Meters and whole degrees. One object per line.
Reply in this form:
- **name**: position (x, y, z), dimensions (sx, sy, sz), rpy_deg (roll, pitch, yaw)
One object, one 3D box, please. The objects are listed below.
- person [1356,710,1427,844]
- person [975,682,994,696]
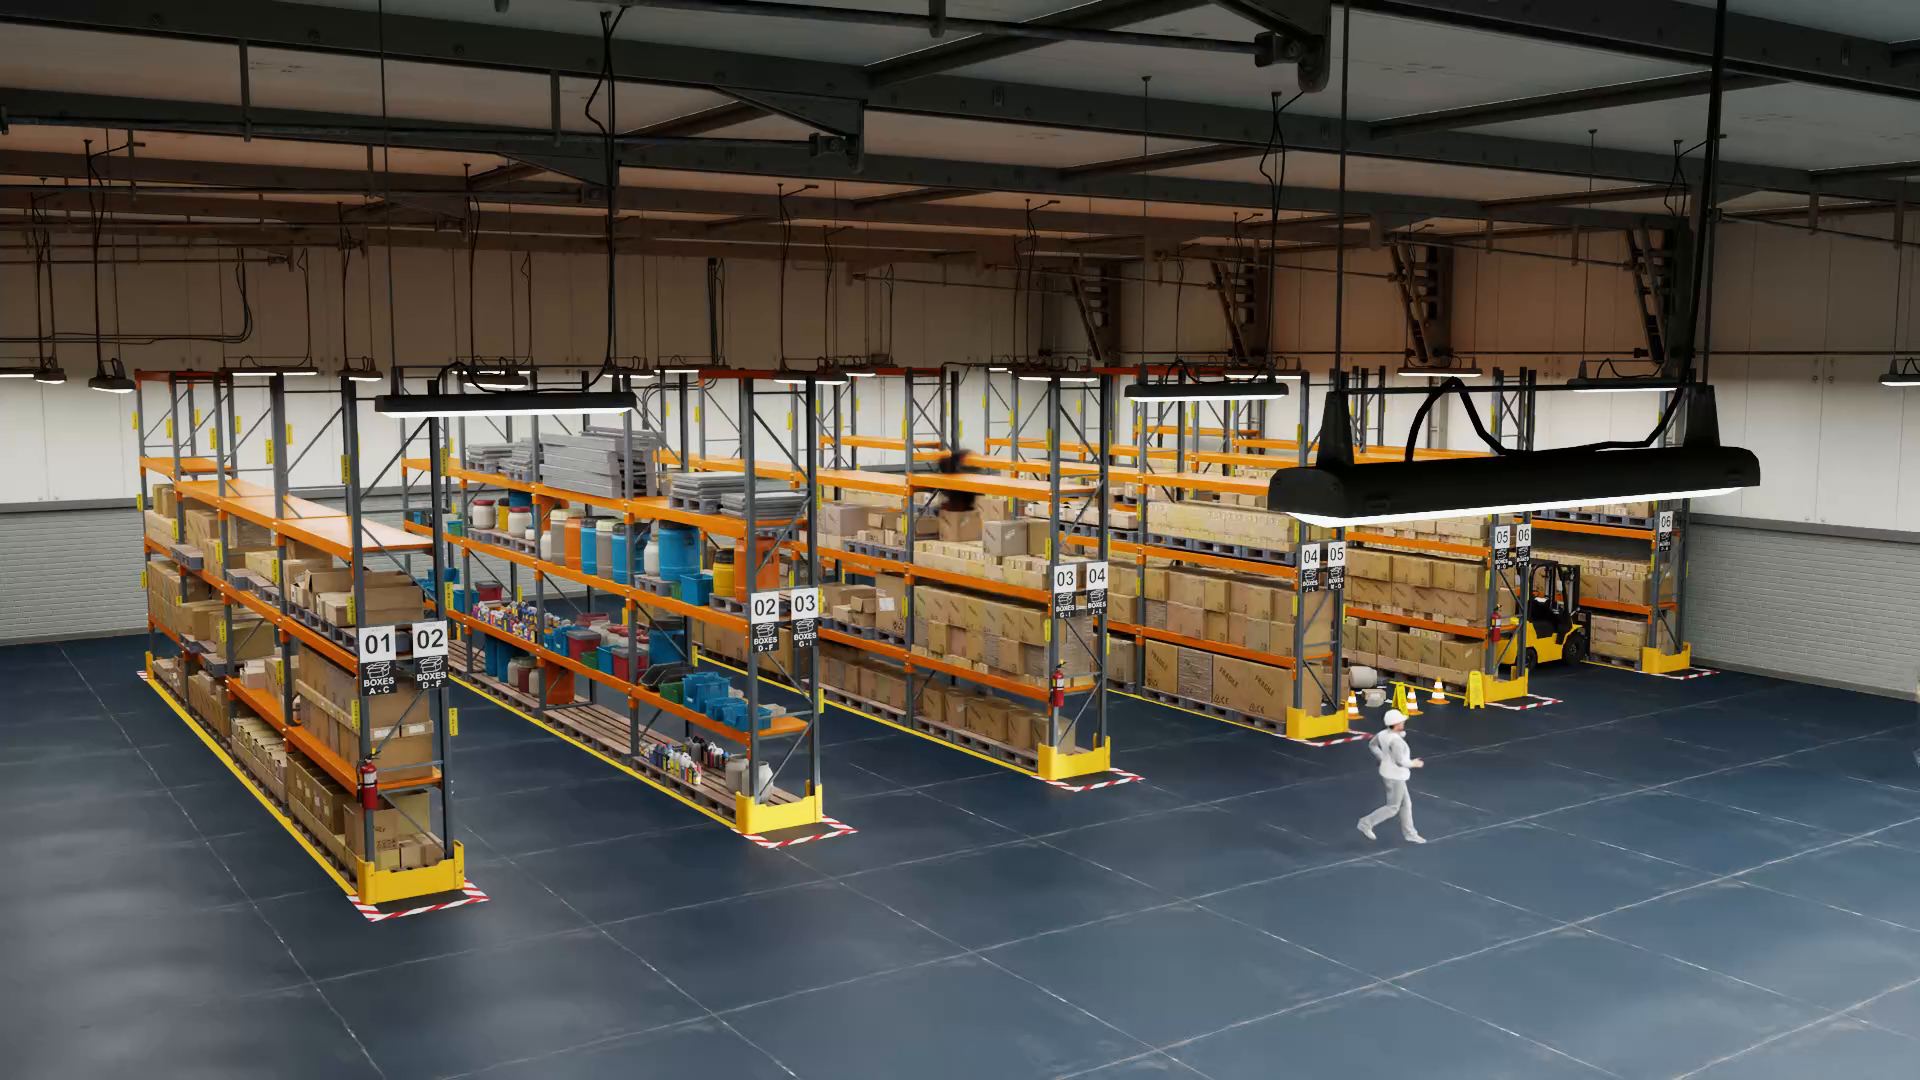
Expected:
- **person**: position (5.556, 3.049, 21.325), dimensions (0.963, 1.778, 0.673), rpy_deg (0, 6, -3)
- **person**: position (0.550, 2.042, 30.673), dimensions (0.574, 1.709, 0.772), rpy_deg (-6, 9, -44)
